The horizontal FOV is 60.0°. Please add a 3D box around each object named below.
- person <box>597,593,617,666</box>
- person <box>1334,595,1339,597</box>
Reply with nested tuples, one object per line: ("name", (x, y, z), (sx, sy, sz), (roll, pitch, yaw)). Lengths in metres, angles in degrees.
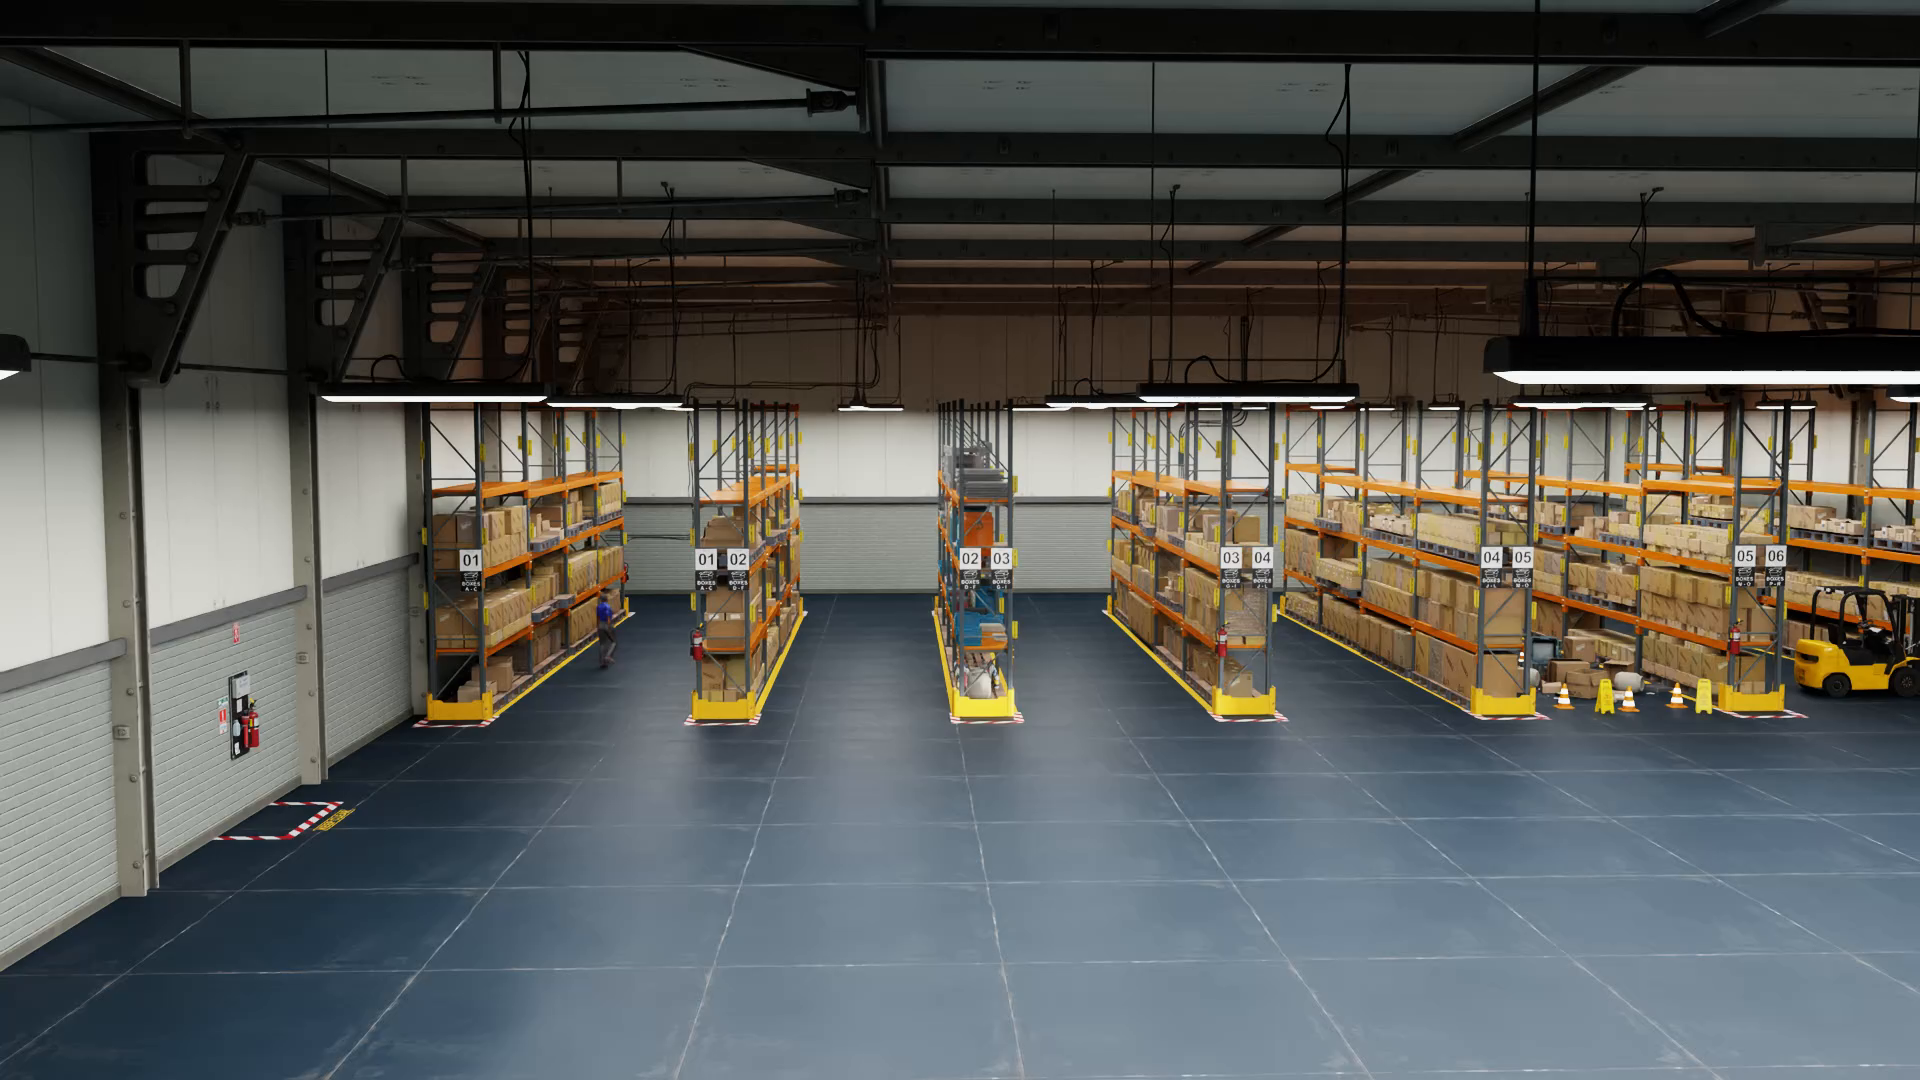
("person", (-8.042, 2.027, 37.742), (0.496, 1.644, 0.447), (1, 4, 13))
("person", (11.204, 1.105, 48.955), (0.685, 1.780, 0.558), (0, 4, -3))
